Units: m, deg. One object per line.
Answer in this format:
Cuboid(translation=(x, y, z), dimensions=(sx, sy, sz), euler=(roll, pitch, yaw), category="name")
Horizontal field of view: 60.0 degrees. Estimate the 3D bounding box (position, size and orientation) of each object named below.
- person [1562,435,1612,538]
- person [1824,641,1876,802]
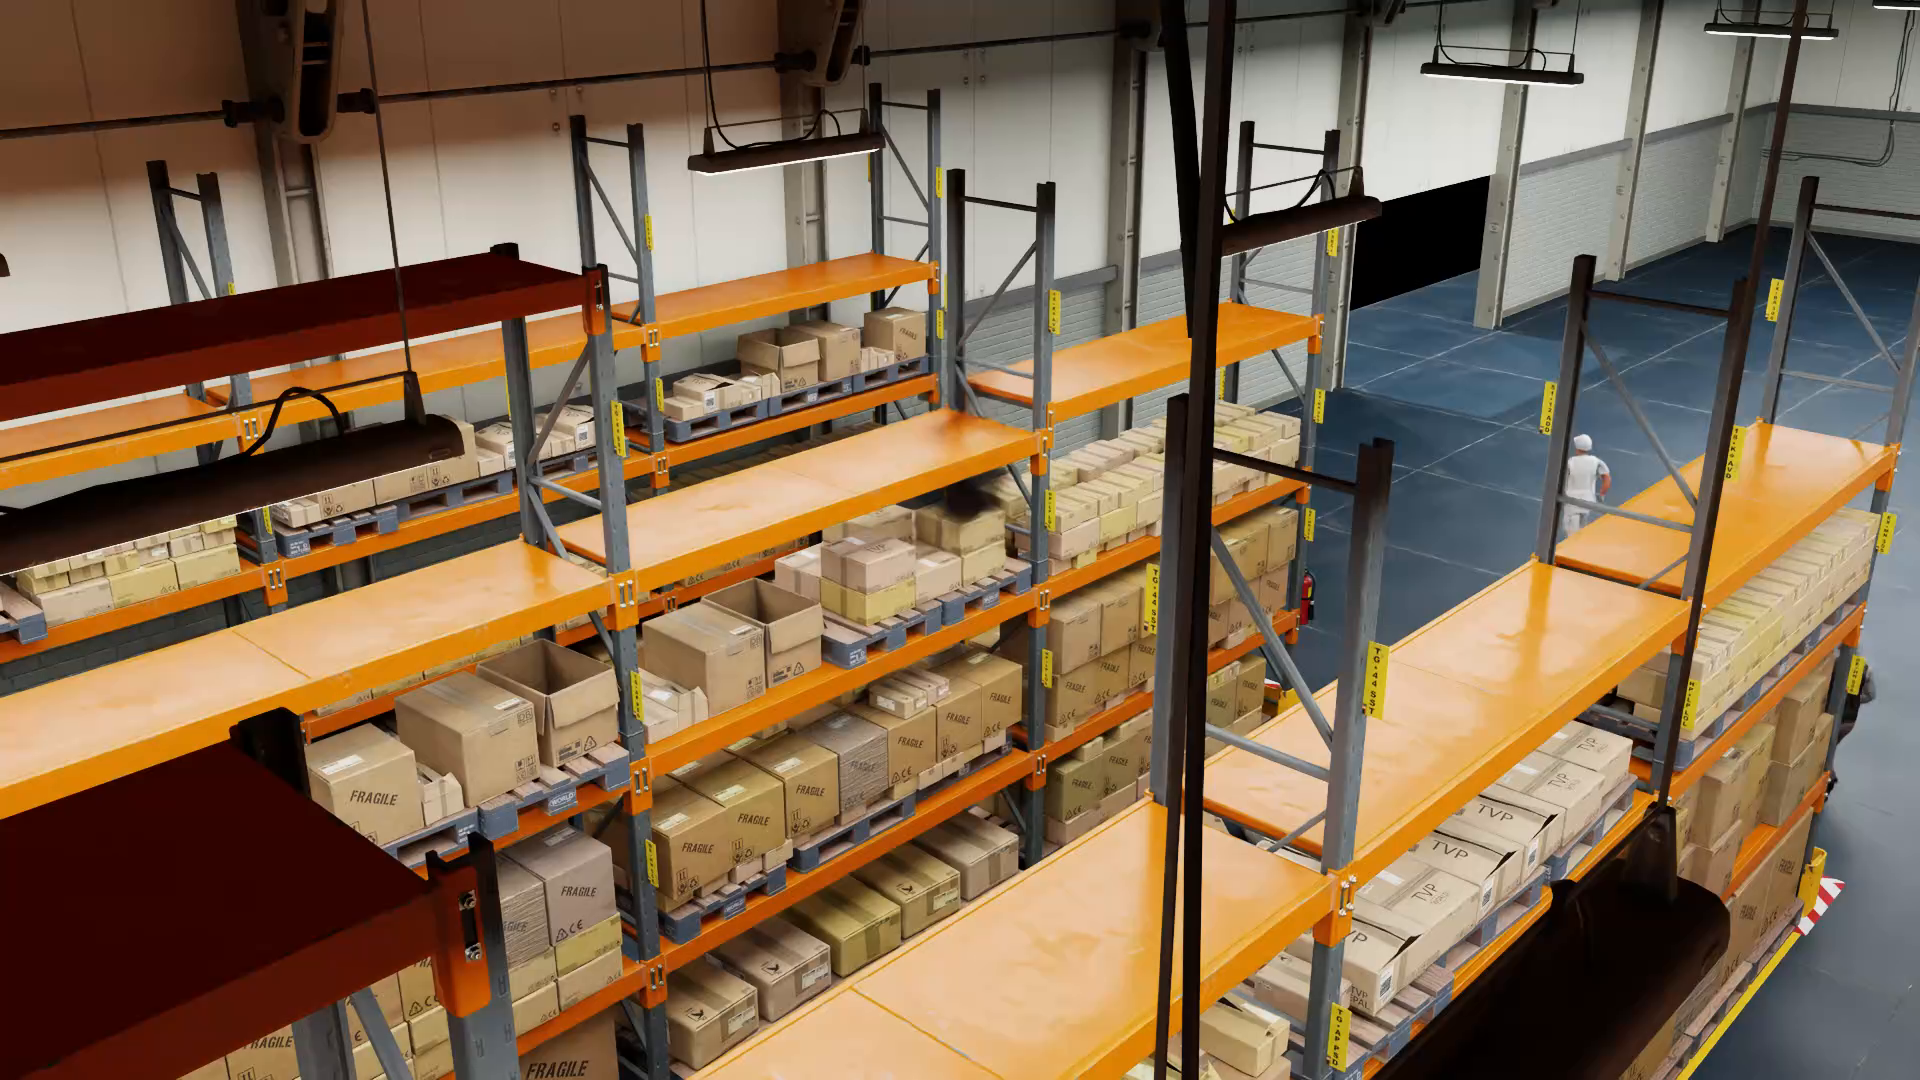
Cuboid(translation=(7.649, -0.400, 20.614), dimensions=(0.574, 1.829, 0.912), euler=(-3, 21, -7), category="person")
Cuboid(translation=(8.083, 1.668, 15.422), dimensions=(0.680, 1.695, 0.662), euler=(2, 21, 6), category="person")
